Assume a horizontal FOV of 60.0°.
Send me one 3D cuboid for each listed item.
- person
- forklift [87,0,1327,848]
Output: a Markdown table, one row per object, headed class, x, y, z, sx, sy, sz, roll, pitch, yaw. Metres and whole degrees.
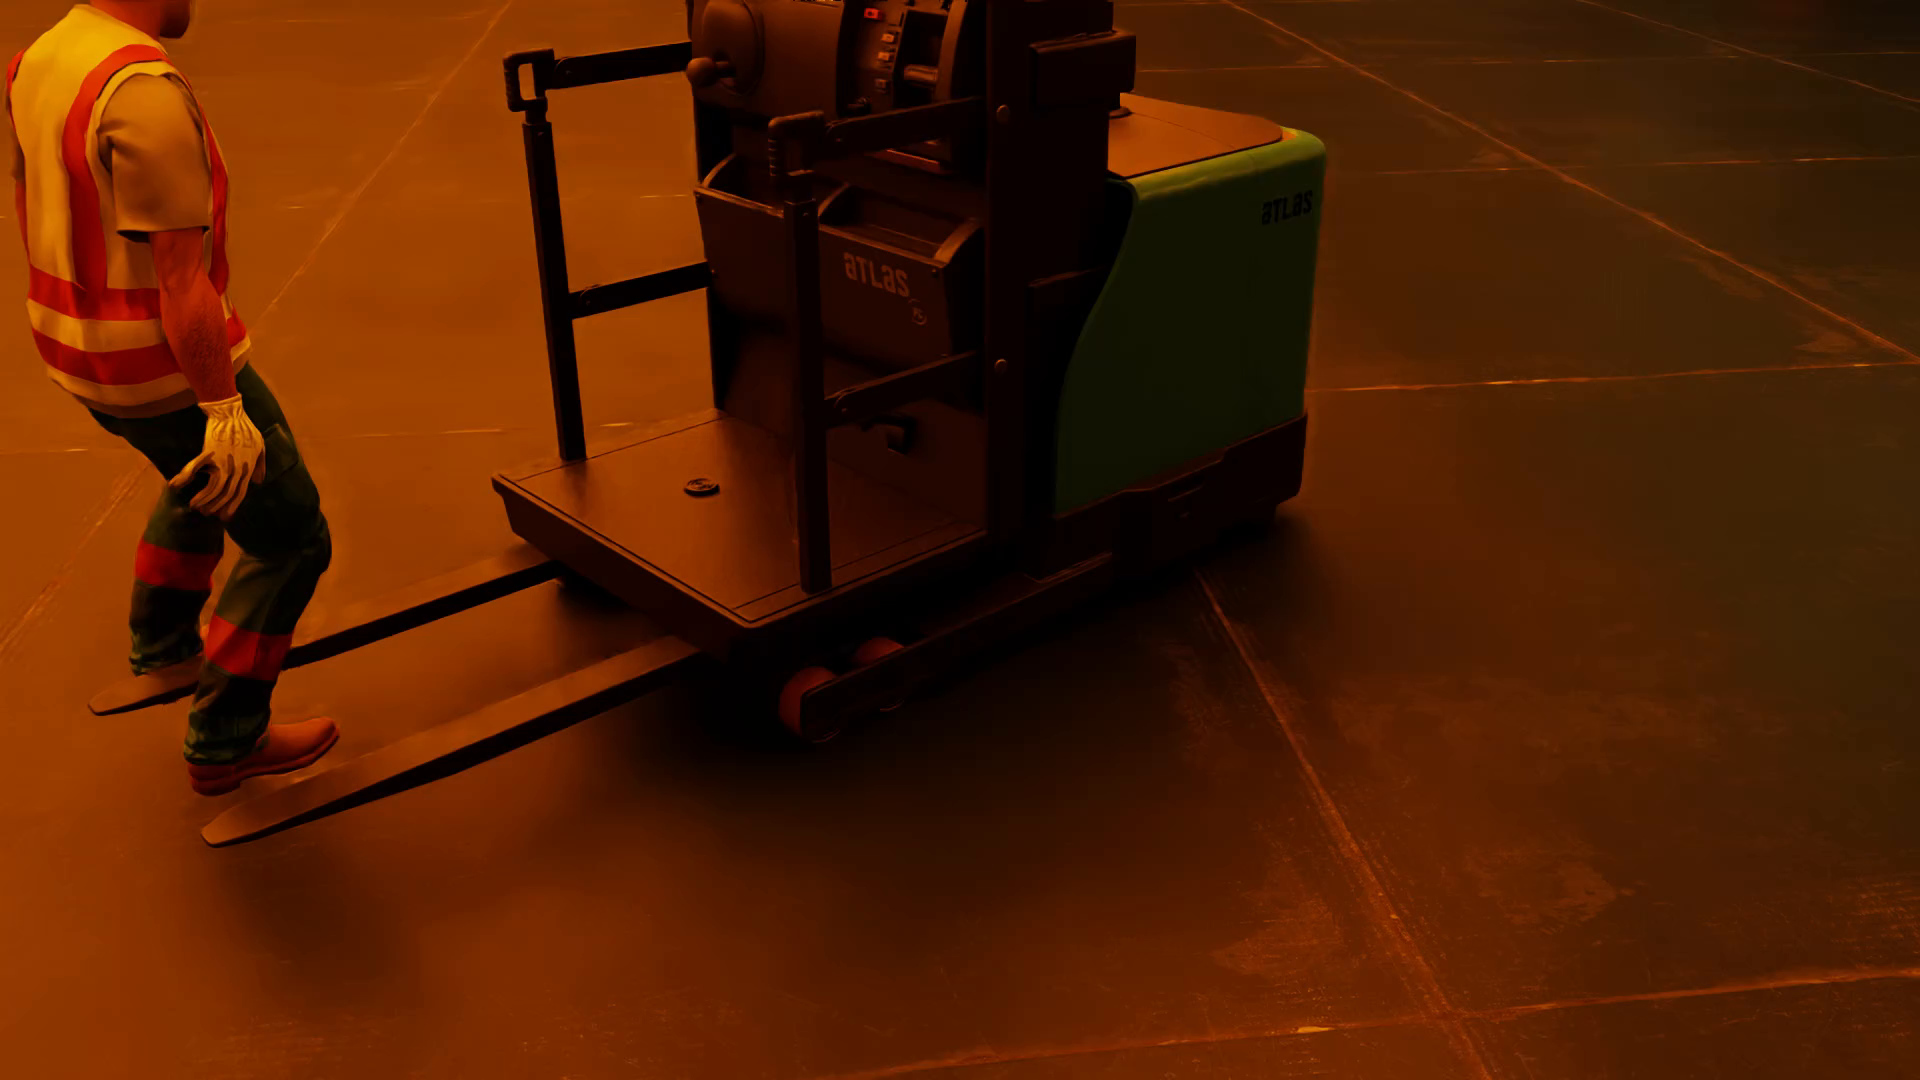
| class | x | y | z | sx | sy | sz | roll | pitch | yaw |
| --- | --- | --- | --- | --- | --- | --- | --- | --- | --- |
| person | -1.483 | -0.357 | 3.154 | 0.830 | 1.708 | 0.444 | 20 | 32 | 35 |
| forklift | -0.451 | -1.127 | 3.568 | 3.031 | 2.935 | 1.130 | -22 | 33 | -38 |
